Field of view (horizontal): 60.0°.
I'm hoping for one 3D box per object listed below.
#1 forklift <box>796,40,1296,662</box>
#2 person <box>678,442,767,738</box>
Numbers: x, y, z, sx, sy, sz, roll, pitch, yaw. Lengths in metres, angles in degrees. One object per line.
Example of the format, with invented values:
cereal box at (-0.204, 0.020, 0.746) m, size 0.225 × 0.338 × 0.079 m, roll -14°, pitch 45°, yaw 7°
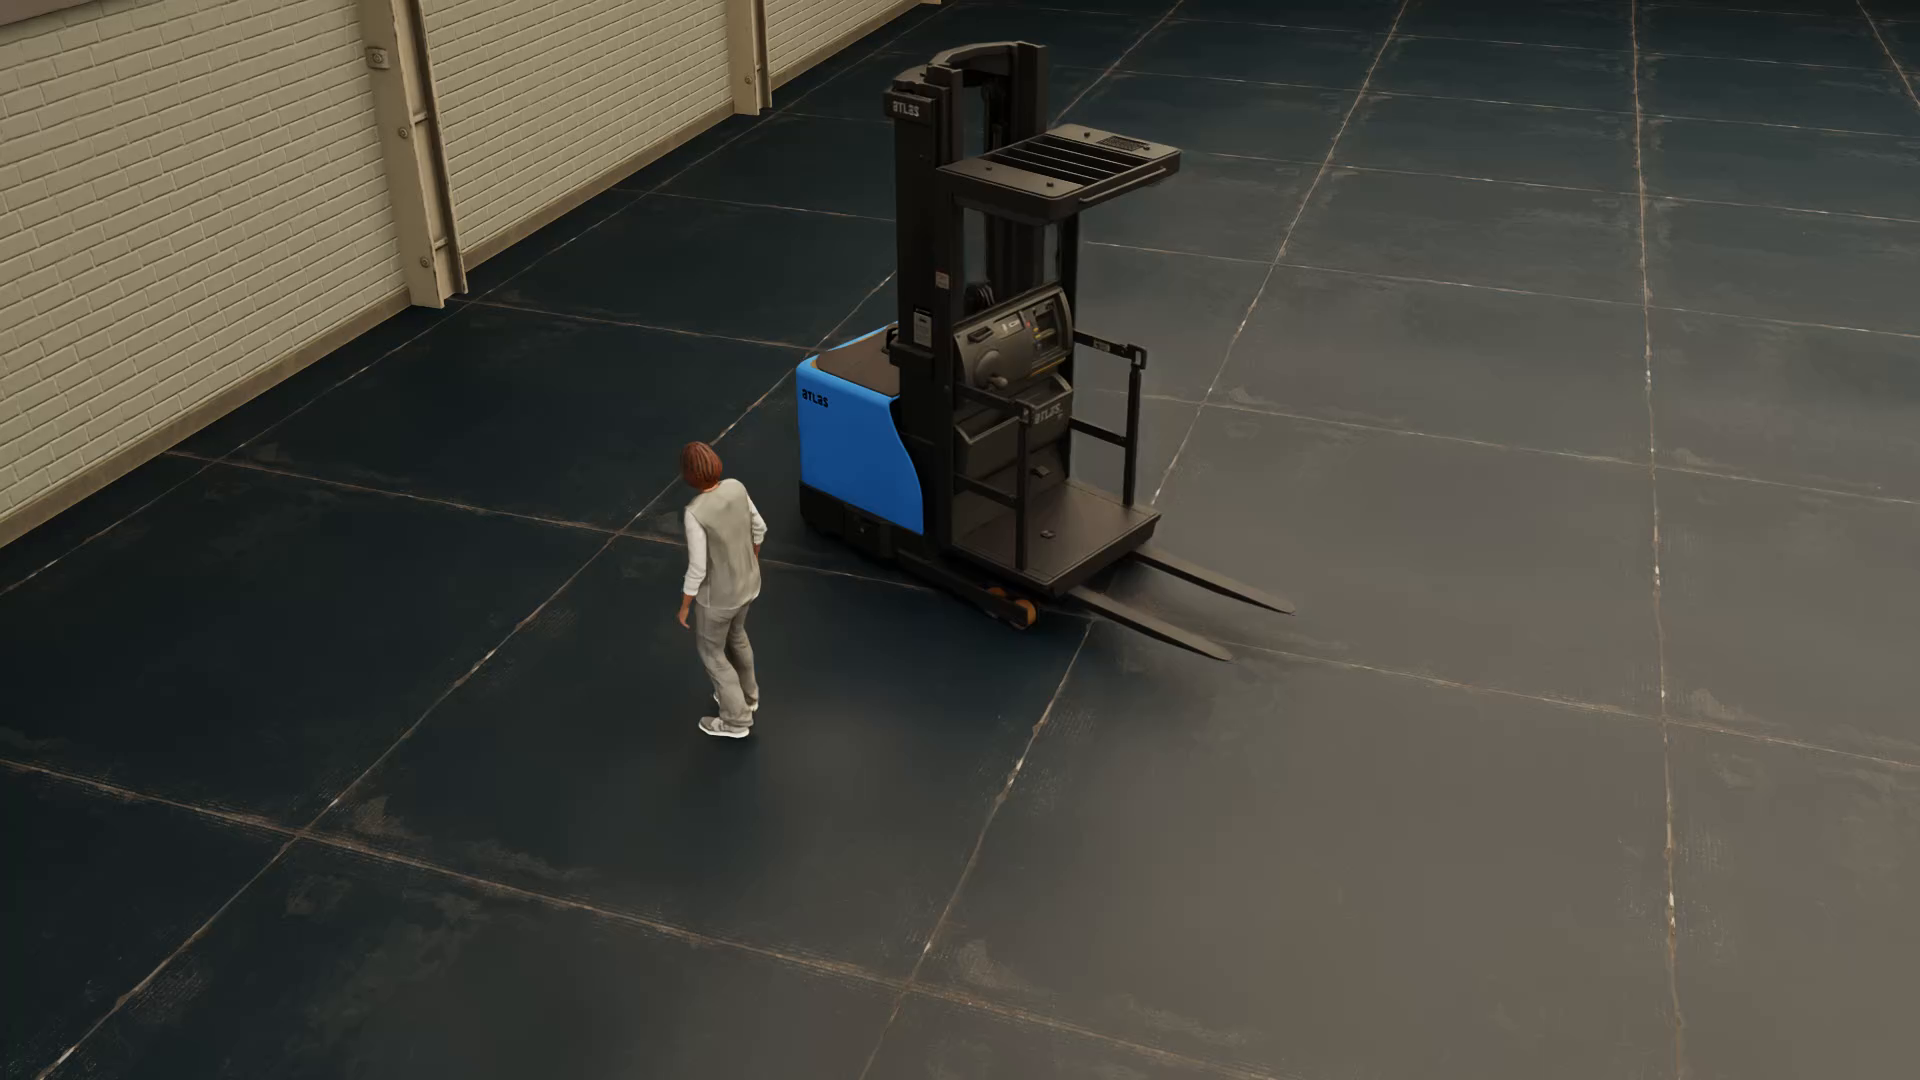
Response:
forklift at (0.459, -1.074, 9.021) m, size 3.031 × 2.935 × 1.130 m, roll 23°, pitch 37°, yaw 35°
person at (-1.176, 0.238, 8.080) m, size 0.397 × 1.587 × 0.560 m, roll 16°, pitch 34°, yaw 26°
